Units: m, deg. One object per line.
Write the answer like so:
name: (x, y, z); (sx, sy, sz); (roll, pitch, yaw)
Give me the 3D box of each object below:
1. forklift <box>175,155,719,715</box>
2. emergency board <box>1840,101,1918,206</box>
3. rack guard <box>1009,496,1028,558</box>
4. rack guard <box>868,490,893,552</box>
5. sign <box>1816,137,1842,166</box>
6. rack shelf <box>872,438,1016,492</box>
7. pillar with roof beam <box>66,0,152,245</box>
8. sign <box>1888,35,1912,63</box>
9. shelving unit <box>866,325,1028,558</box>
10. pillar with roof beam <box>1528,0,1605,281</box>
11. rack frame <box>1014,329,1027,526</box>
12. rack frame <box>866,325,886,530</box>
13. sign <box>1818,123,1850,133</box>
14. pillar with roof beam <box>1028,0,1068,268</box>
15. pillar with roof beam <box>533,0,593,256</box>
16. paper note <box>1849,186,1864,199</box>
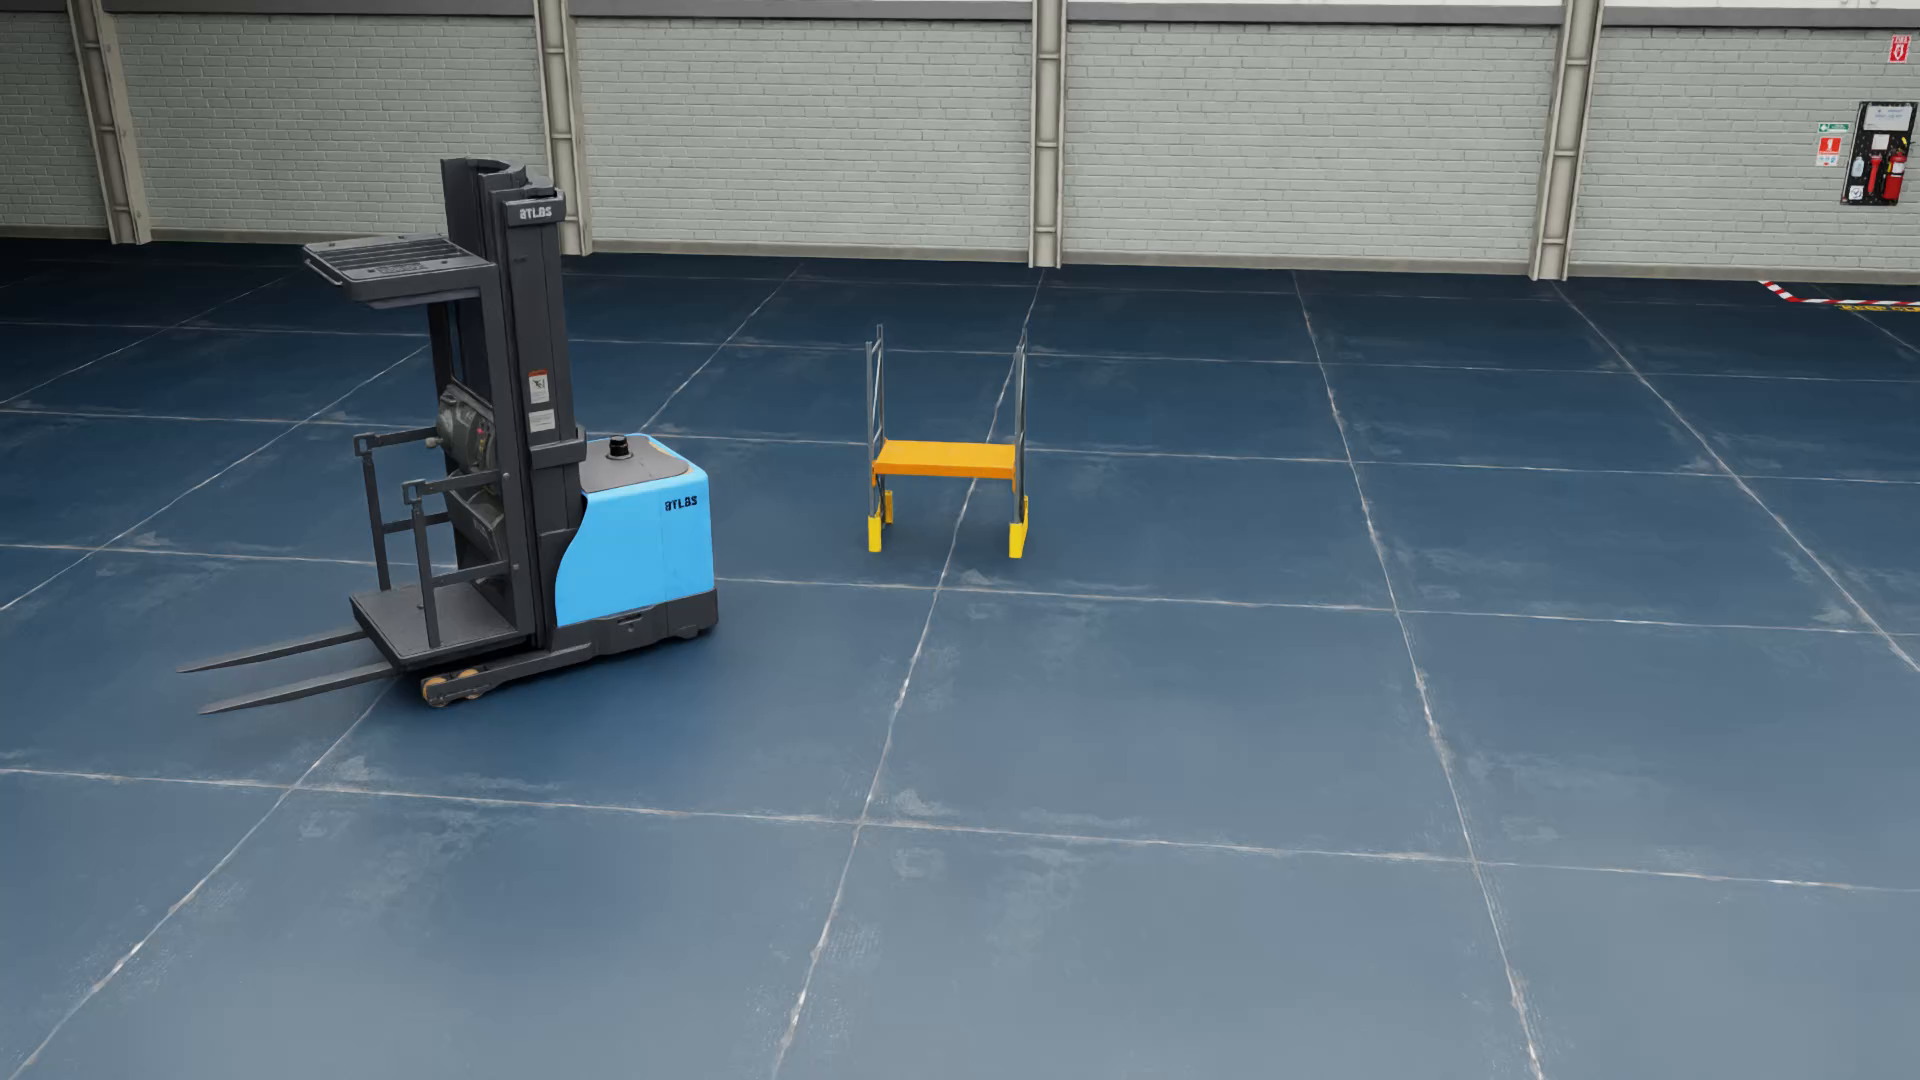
forklift: (-3.029, -0.627, 9.539); (3.031, 2.935, 1.130); (-14, 25, -31)
emergency board: (10.520, -4.388, 18.959); (0.643, 1.169, 0.194); (2, 22, 6)
rack guard: (0.419, -0.098, 11.848); (0.087, 0.250, 0.587); (2, 22, 6)
rack guard: (-0.570, -0.141, 11.957); (0.087, 0.250, 0.587); (2, 22, 6)
sign: (9.983, -4.466, 19.108); (0.234, 0.329, 0.001); (2, 22, 6)
rack shelf: (-0.085, -0.534, 11.740); (1.000, 0.185, 0.538); (2, 22, 6)
pillar with roof beam: (-11.370, -6.524, 16.201); (0.400, 9.000, 9.100); (2, 22, 6)
sign: (10.524, -5.503, 18.626); (0.199, 0.298, 0.001); (2, 22, 6)
shelving unit: (-0.076, -0.701, 11.672); (1.083, 1.500, 0.587); (2, 22, 6)
pillar with roof beam: (6.504, -5.745, 14.231); (0.400, 9.000, 9.100); (2, 22, 6)
rack frame: (0.420, -0.679, 11.618); (0.032, 1.500, 0.500); (2, 22, 6)
rack frame: (-0.590, -0.723, 11.729); (0.032, 1.500, 0.500); (2, 22, 6)
sign: (9.986, -4.709, 19.002); (0.331, 0.109, 0.001); (2, 22, 6)
pillar with roof beam: (0.546, -6.004, 14.888); (0.400, 9.000, 9.100); (2, 22, 6)
pillar with roof beam: (-5.412, -6.264, 15.545); (0.400, 9.000, 9.100); (2, 22, 6)
paper note: (10.352, -4.011, 19.204); (0.142, 0.148, 0.016); (2, 22, 6)
